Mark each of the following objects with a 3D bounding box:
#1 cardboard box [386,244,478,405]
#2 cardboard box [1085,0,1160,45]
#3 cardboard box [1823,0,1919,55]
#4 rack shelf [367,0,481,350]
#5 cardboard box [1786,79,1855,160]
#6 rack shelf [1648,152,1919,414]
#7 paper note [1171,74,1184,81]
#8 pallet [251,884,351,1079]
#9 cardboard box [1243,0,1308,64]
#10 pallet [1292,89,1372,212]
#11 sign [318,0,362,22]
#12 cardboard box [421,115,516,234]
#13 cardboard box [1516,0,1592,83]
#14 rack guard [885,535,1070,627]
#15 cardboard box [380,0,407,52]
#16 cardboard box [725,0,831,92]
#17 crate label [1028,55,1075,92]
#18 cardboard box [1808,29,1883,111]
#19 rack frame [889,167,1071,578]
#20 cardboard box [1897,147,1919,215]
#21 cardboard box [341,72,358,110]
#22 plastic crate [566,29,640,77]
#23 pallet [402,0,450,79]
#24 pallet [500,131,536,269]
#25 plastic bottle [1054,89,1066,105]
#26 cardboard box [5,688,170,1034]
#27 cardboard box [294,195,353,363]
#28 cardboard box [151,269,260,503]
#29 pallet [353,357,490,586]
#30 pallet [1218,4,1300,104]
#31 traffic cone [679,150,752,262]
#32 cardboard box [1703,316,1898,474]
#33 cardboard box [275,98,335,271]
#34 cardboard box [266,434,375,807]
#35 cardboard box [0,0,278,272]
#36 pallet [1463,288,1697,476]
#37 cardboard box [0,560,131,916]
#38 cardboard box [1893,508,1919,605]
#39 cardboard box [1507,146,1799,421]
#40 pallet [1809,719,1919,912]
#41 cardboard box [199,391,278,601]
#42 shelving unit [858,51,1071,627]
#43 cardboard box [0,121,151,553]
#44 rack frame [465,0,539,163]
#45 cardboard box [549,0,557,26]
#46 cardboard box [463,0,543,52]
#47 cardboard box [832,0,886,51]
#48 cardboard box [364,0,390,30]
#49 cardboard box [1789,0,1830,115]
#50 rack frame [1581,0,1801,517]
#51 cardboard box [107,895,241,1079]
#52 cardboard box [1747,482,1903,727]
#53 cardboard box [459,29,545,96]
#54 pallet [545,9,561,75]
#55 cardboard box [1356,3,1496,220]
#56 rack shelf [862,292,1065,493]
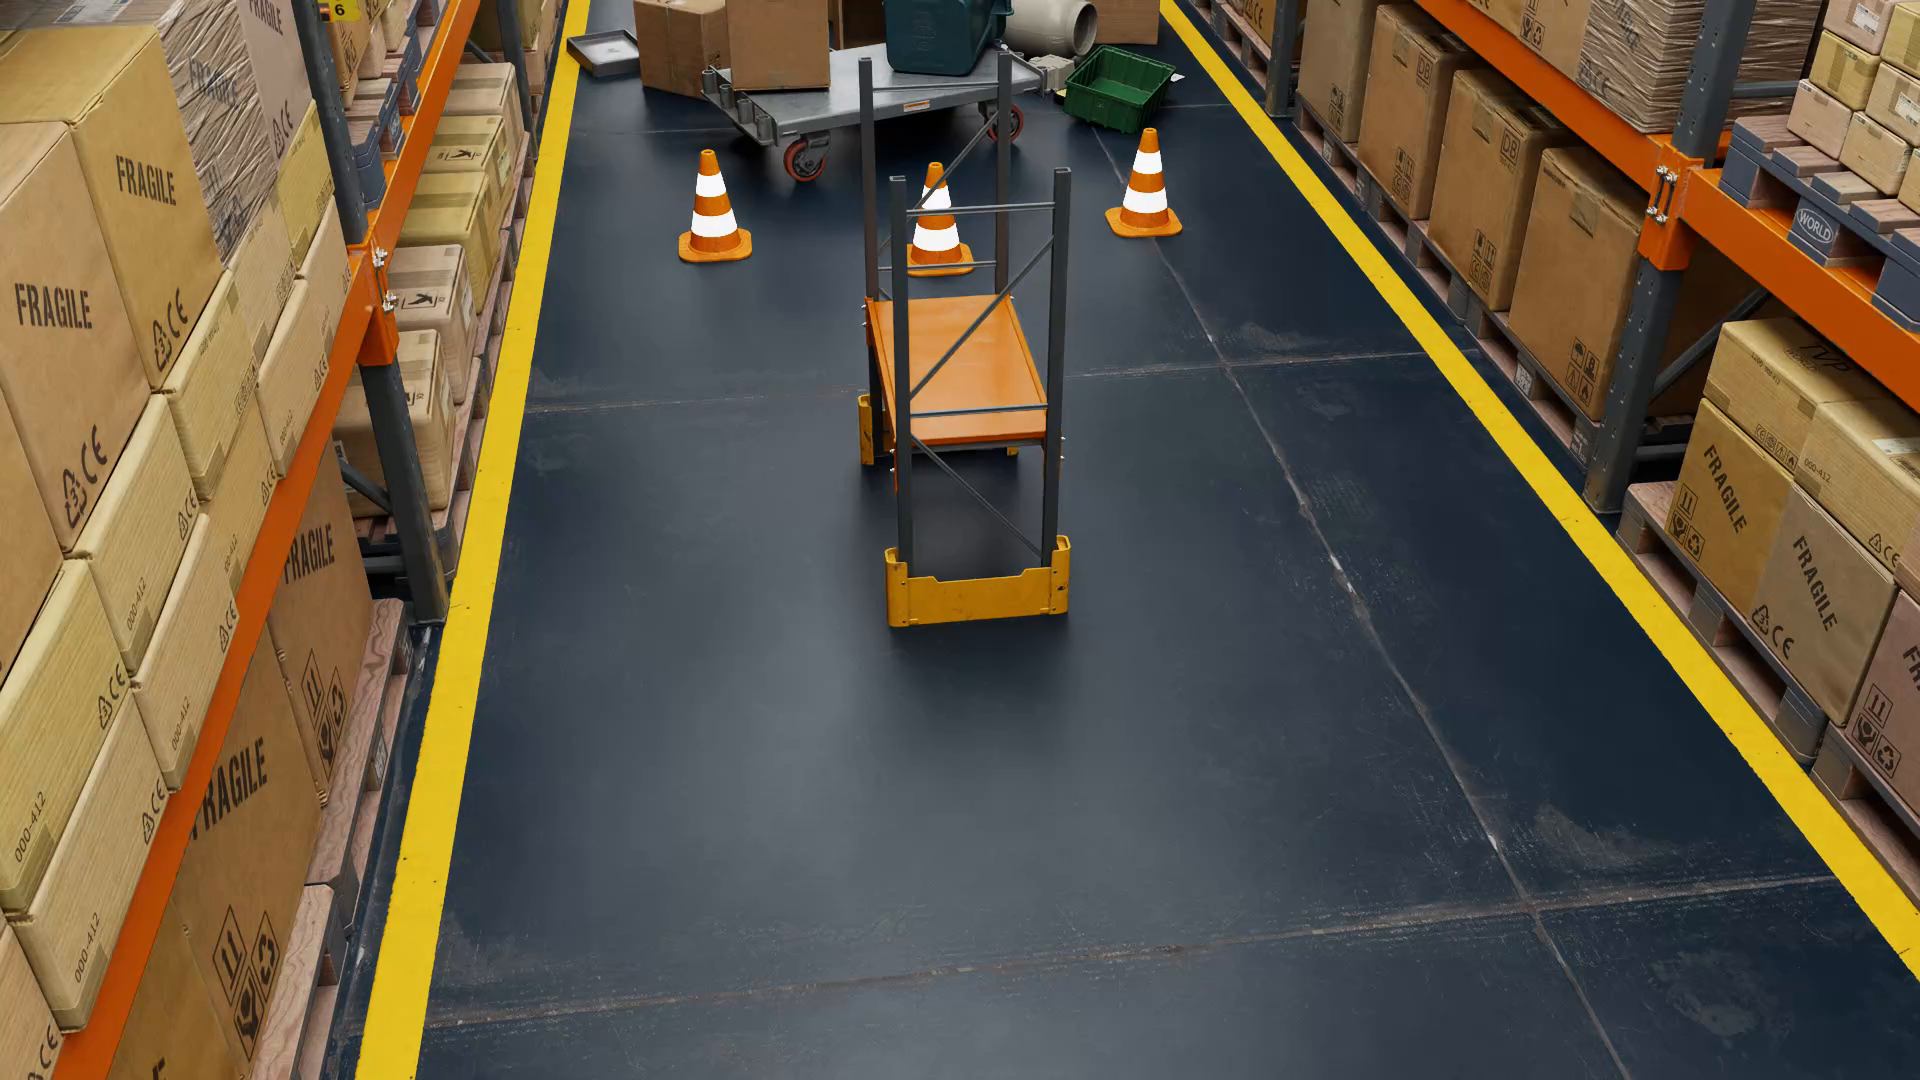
[{"bbox_3d":[-2.331,-0.778,6.188,0.950,0.372,0.625,-5,35,-7],"label":"cardboard box"},{"bbox_3d":[0.970,-3.383,10.268,0.500,0.500,0.500,1,34,2],"label":"cardboard box"},{"bbox_3d":[2.605,-1.435,4.514,0.380,0.149,0.250,-4,35,-6],"label":"cardboard box"},{"bbox_3d":[-2.427,-1.782,6.340,1.077,0.370,4.000,-4,35,-6],"label":"rack shelf"},{"bbox_3d":[2.594,-1.199,4.696,0.380,0.149,0.250,-5,35,-7],"label":"cardboard box"},{"bbox_3d":[3.003,0.019,3.697,1.077,0.370,4.000,-4,35,-6],"label":"rack shelf"},{"bbox_3d":[1.208,-2.706,9.694,0.142,0.020,0.147,27,43,34],"label":"paper note"},{"bbox_3d":[-1.965,1.314,3.634,1.003,0.211,1.213,-4,35,-6],"label":"pallet"},{"bbox_3d":[2.181,-3.278,9.411,0.875,0.875,0.875,-4,34,-6],"label":"cardboard box"},{"bbox_3d":[2.374,-2.049,8.570,1.003,0.211,1.213,-4,35,-6],"label":"pallet"},{"bbox_3d":[-1.608,-1.485,4.238,0.100,0.325,0.005,-4,35,-6],"label":"sign"},{"bbox_3d":[-2.522,-1.589,7.379,0.950,0.372,0.625,-2,34,-3],"label":"cardboard box"},{"bbox_3d":[2.342,-1.945,5.852,0.500,0.500,0.500,-4,35,-6],"label":"cardboard box"},{"bbox_3d":[0.057,0.132,5.334,0.587,0.250,0.087,-4,35,-6],"label":"rack guard"},{"bbox_3d":[-2.029,-1.700,5.431,0.380,0.149,0.250,-4,34,-6],"label":"cardboard box"},{"bbox_3d":[-0.936,-2.627,8.488,0.500,0.500,0.500,-4,35,-6],"label":"cardboard box"},{"bbox_3d":[0.518,-2.695,9.583,0.250,0.136,0.298,27,43,34],"label":"crate label"},{"bbox_3d":[2.600,-1.302,4.583,0.380,0.149,0.250,-3,34,-4],"label":"cardboard box"},{"bbox_3d":[0.057,-0.384,4.981,0.500,1.500,0.032,-4,35,-6],"label":"rack frame"},{"bbox_3d":[2.667,-0.899,4.255,0.380,0.149,0.250,-3,34,-4],"label":"cardboard box"},{"bbox_3d":[-2.022,-1.388,4.974,0.380,0.149,0.250,-6,35,-9],"label":"cardboard box"},{"bbox_3d":[-2.094,-2.927,9.974,0.402,0.080,0.583,-16,38,-23],"label":"plastic crate"},{"bbox_3d":[-2.464,-1.985,6.170,1.003,0.211,1.213,-4,35,-6],"label":"pallet"},{"bbox_3d":[-2.589,-1.608,7.923,1.003,0.211,1.213,-4,35,-6],"label":"pallet"},{"bbox_3d":[0.663,-2.452,9.294,0.133,0.061,0.283,-24,41,-30],"label":"plastic bottle"},{"bbox_3d":[-1.541,0.490,2.501,0.500,0.250,0.500,-5,35,-7],"label":"cardboard box"},{"bbox_3d":[-1.832,-0.638,4.156,0.500,0.250,0.500,-6,35,-8],"label":"cardboard box"},{"bbox_3d":[-1.679,-0.287,3.196,0.500,0.250,0.500,-5,35,-8],"label":"cardboard box"},{"bbox_3d":[-2.261,-0.247,5.925,1.003,0.211,1.213,-4,35,-6],"label":"pallet"},{"bbox_3d":[2.171,-2.904,9.824,1.003,0.211,1.213,-4,35,-6],"label":"pallet"},{"bbox_3d":[-1.141,-1.561,7.629,0.336,0.463,0.334,-4,35,-6],"label":"traffic cone"},{"bbox_3d":[2.587,-0.442,4.915,0.500,0.250,0.500,-6,35,-9],"label":"cardboard box"},{"bbox_3d":[-1.841,-0.857,4.032,0.500,0.250,0.500,-4,35,-7],"label":"cardboard box"},{"bbox_3d":[-2.147,0.133,4.405,0.875,0.875,0.875,-5,35,-7],"label":"cardboard box"},{"bbox_3d":[-1.752,-0.863,3.376,0.500,0.500,0.500,-4,34,-6],"label":"cardboard box"},{"bbox_3d":[2.703,-0.688,6.572,1.003,0.211,1.213,-4,35,-6],"label":"pallet"},{"bbox_3d":[-1.539,0.285,2.357,0.500,0.250,0.500,-4,34,-6],"label":"cardboard box"},{"bbox_3d":[2.709,0.119,4.093,0.500,0.250,0.500,-4,34,-6],"label":"cardboard box"},{"bbox_3d":[2.741,-0.985,6.156,1.050,0.750,0.750,-5,35,-7],"label":"cardboard box"},{"bbox_3d":[2.998,0.874,4.281,1.003,0.211,1.213,-4,35,-6],"label":"pallet"},{"bbox_3d":[-1.696,-0.072,3.326,0.500,0.250,0.500,-5,35,-7],"label":"cardboard box"},{"bbox_3d":[-0.010,-0.662,5.390,0.587,1.500,1.083,-4,35,-6],"label":"shelving unit"},{"bbox_3d":[-1.631,-0.302,2.554,0.500,0.500,0.500,-5,35,-7],"label":"cardboard box"},{"bbox_3d":[-2.696,-3.195,7.775,1.000,3.000,0.127,-4,35,-6],"label":"rack frame"},{"bbox_3d":[-2.664,-3.175,9.814,0.500,0.250,0.500,-5,35,-7],"label":"cardboard box"},{"bbox_3d":[-2.507,-2.892,8.733,0.500,0.500,0.500,-3,34,-4],"label":"cardboard box"},{"bbox_3d":[-0.355,-3.142,9.793,0.797,0.637,0.503,-4,35,-6],"label":"cardboard box"},{"bbox_3d":[-2.066,-1.860,5.089,0.500,0.500,0.500,-3,34,-4],"label":"cardboard box"},{"bbox_3d":[2.941,-1.707,5.502,0.500,0.500,0.500,-4,34,-6],"label":"cardboard box"},{"bbox_3d":[2.734,-1.394,5.132,1.000,3.000,0.127,-4,35,-6],"label":"rack frame"},{"bbox_3d":[-1.911,1.130,2.942,0.875,0.875,0.875,-3,34,-5],"label":"cardboard box"},{"bbox_3d":[2.647,0.160,4.699,0.500,0.500,0.500,-4,34,-6],"label":"cardboard box"},{"bbox_3d":[-2.507,-2.582,8.944,0.500,0.250,0.500,-6,35,-9],"label":"cardboard box"},{"bbox_3d":[-2.988,-3.097,10.107,1.003,0.211,1.213,-4,35,-6],"label":"pallet"},{"bbox_3d":[2.495,-1.992,7.634,1.050,0.750,0.750,-4,35,-6],"label":"cardboard box"},{"bbox_3d":[-0.011,-0.519,5.499,0.538,0.185,1.000,-4,35,-6],"label":"rack shelf"}]
